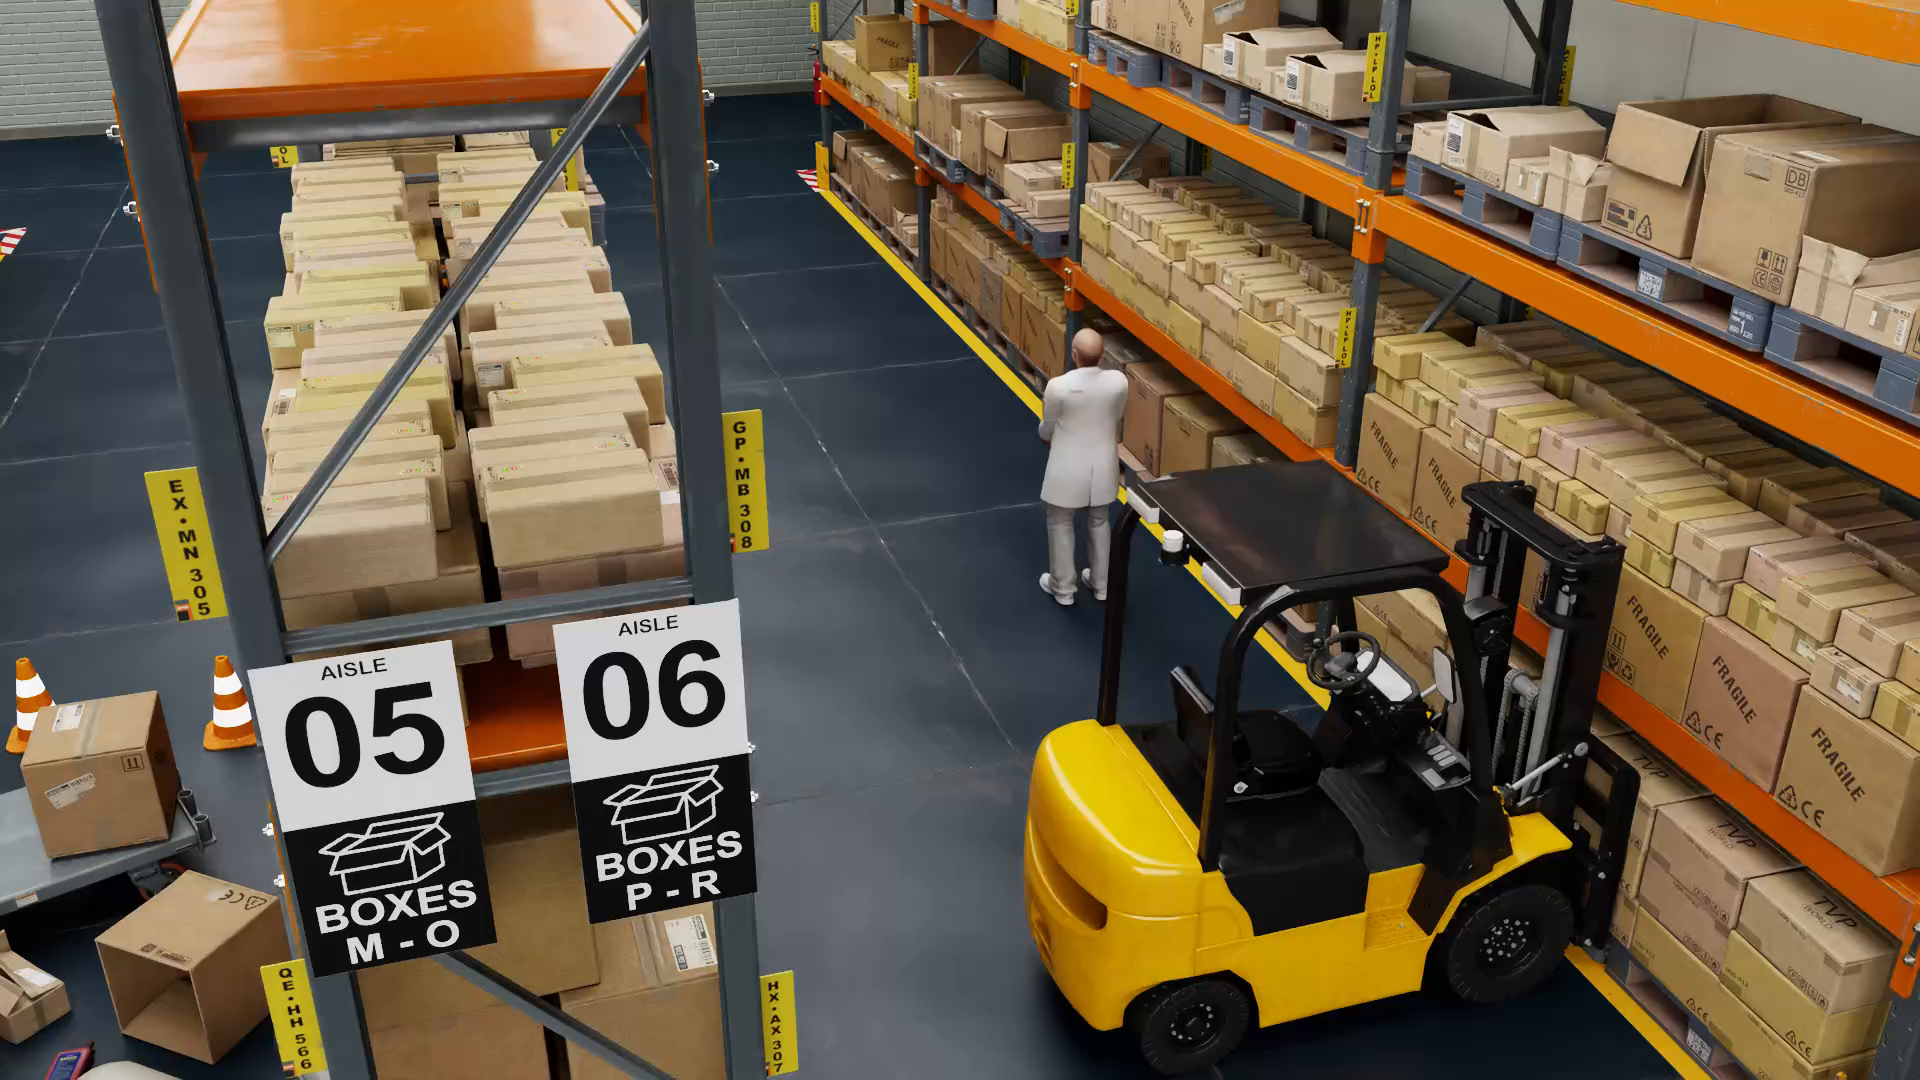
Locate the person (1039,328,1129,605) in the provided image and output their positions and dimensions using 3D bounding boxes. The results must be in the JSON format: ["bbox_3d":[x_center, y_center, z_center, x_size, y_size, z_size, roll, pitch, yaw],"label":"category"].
[{"bbox_3d":[0.716,-0.495,10.154,0.515,1.770,0.555,-7,27,-15],"label":"person"}]
